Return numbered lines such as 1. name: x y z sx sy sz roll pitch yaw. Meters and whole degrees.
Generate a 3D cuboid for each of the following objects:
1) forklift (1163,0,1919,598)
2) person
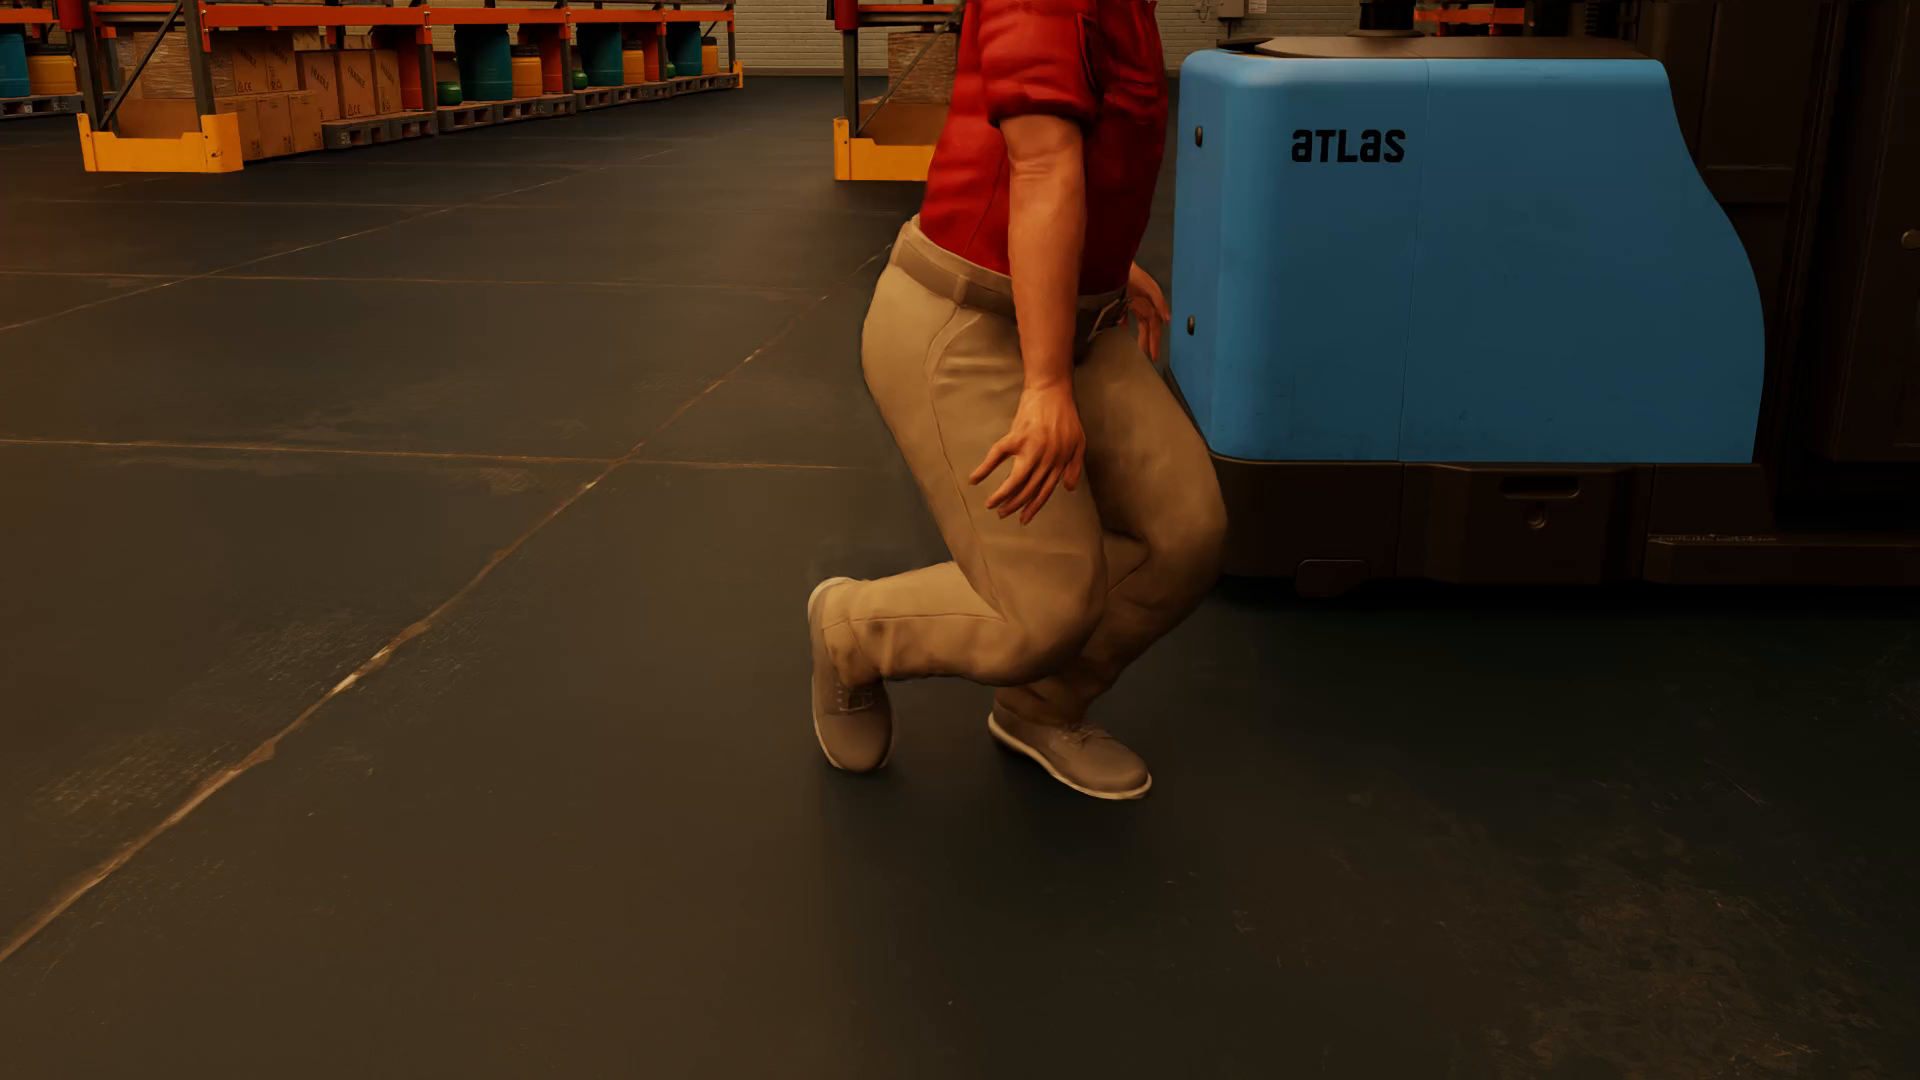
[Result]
1. forklift: 2.018 -1.402 3.397 3.031 2.935 1.130 0 17 1
2. person: 0.068 -0.333 2.412 0.648 1.528 0.831 8 19 25
